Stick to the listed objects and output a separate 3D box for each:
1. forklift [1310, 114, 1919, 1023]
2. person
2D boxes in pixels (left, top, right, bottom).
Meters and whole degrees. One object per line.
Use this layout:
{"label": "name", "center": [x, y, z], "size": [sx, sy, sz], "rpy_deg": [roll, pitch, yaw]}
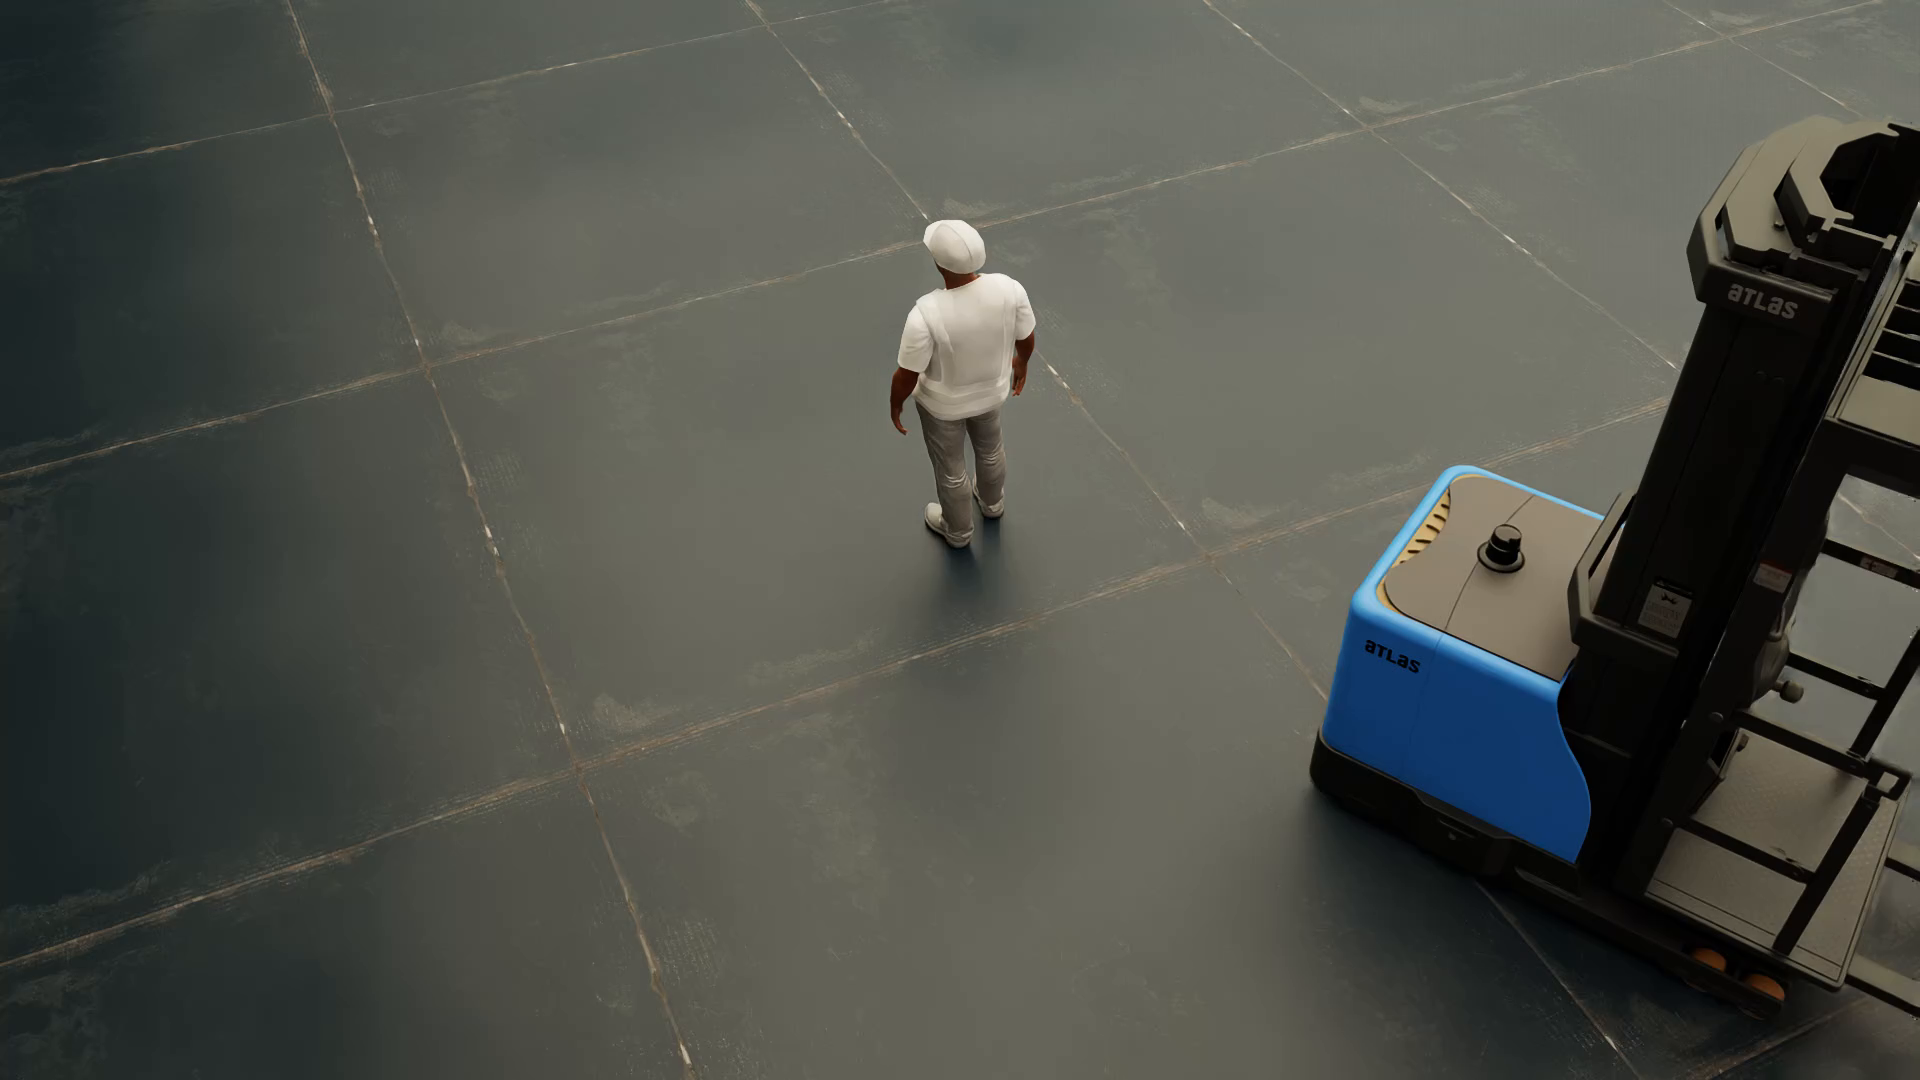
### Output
{"label": "forklift", "center": [2.916, 0.232, 5.431], "size": [3.031, 2.935, 1.130], "rpy_deg": [25, 49, 24]}
{"label": "person", "center": [-0.025, -0.696, 7.269], "size": [0.666, 1.768, 0.575], "rpy_deg": [-18, 46, -18]}
